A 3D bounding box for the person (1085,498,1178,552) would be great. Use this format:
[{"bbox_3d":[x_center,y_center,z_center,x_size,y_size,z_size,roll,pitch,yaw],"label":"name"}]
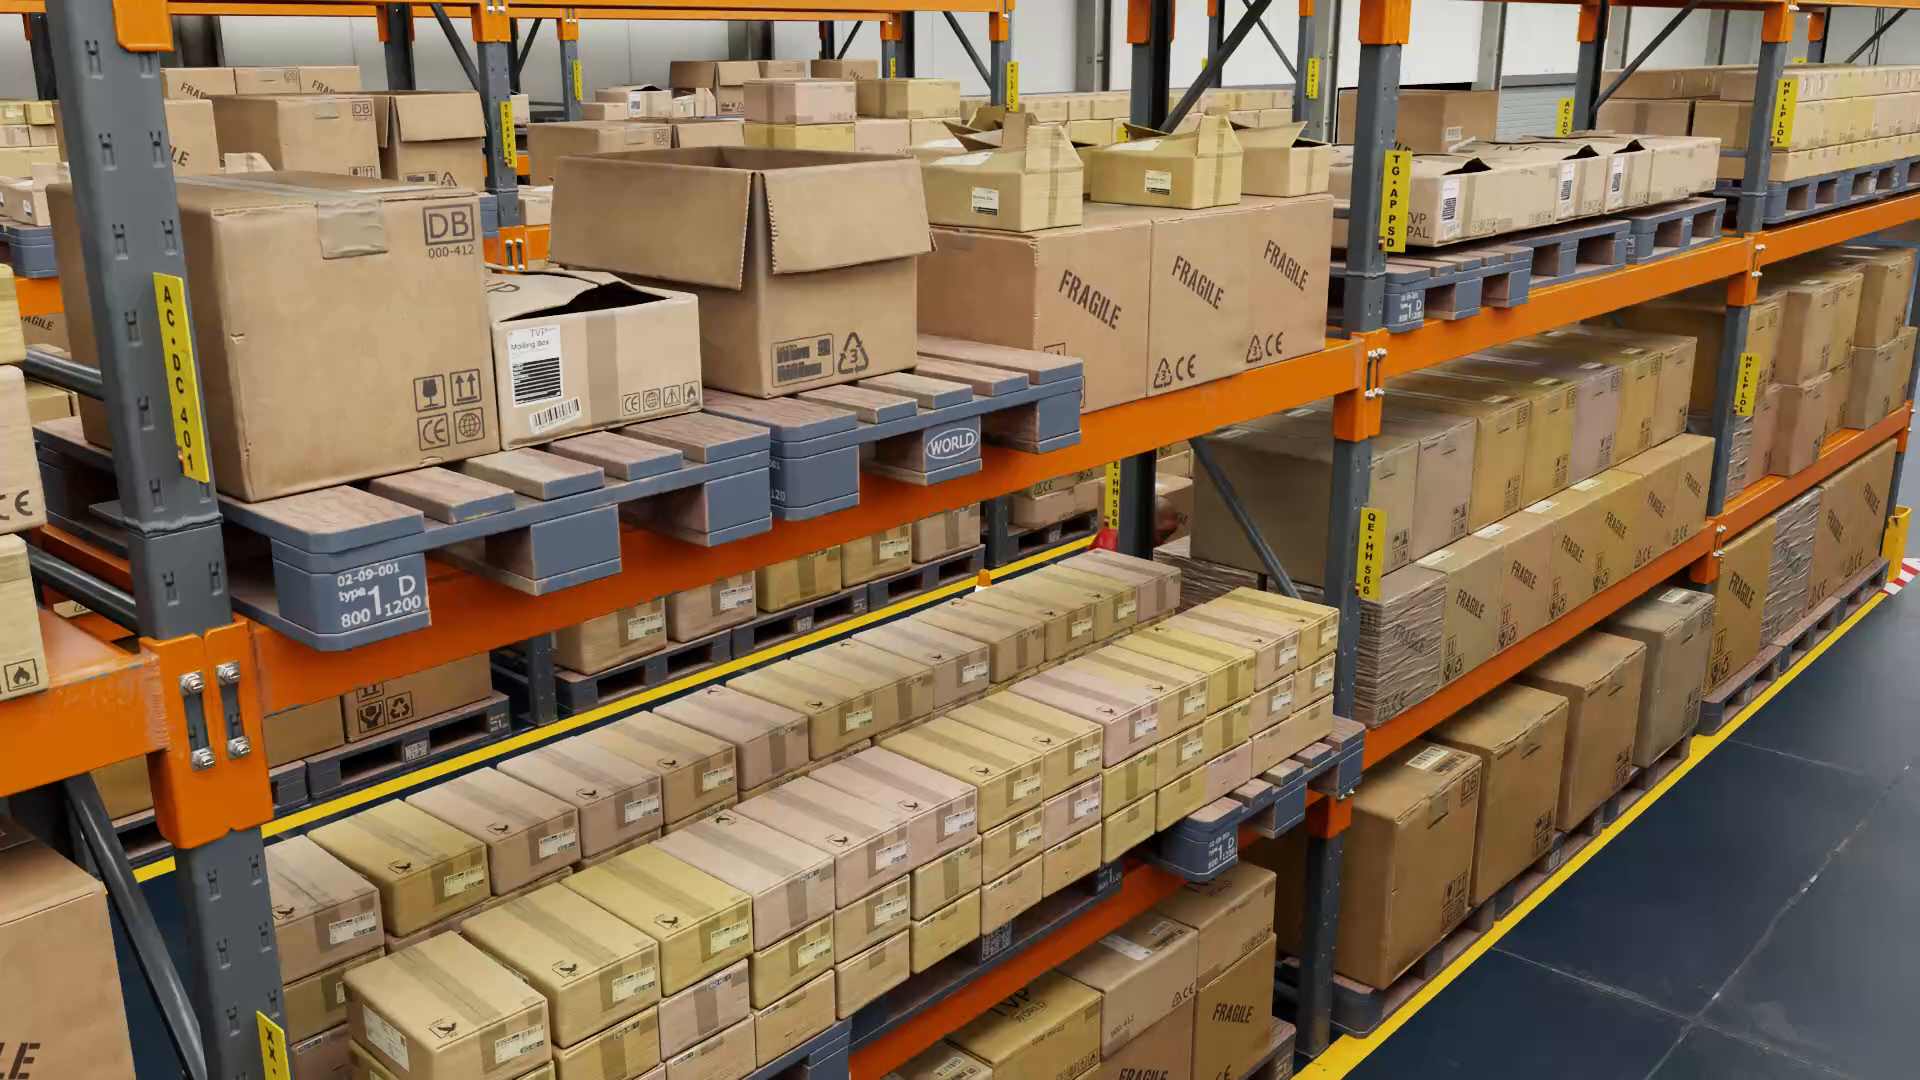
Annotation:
[{"bbox_3d":[0.882,0.423,9.201,0.687,1.431,0.589,15,22,40],"label":"person"}]
